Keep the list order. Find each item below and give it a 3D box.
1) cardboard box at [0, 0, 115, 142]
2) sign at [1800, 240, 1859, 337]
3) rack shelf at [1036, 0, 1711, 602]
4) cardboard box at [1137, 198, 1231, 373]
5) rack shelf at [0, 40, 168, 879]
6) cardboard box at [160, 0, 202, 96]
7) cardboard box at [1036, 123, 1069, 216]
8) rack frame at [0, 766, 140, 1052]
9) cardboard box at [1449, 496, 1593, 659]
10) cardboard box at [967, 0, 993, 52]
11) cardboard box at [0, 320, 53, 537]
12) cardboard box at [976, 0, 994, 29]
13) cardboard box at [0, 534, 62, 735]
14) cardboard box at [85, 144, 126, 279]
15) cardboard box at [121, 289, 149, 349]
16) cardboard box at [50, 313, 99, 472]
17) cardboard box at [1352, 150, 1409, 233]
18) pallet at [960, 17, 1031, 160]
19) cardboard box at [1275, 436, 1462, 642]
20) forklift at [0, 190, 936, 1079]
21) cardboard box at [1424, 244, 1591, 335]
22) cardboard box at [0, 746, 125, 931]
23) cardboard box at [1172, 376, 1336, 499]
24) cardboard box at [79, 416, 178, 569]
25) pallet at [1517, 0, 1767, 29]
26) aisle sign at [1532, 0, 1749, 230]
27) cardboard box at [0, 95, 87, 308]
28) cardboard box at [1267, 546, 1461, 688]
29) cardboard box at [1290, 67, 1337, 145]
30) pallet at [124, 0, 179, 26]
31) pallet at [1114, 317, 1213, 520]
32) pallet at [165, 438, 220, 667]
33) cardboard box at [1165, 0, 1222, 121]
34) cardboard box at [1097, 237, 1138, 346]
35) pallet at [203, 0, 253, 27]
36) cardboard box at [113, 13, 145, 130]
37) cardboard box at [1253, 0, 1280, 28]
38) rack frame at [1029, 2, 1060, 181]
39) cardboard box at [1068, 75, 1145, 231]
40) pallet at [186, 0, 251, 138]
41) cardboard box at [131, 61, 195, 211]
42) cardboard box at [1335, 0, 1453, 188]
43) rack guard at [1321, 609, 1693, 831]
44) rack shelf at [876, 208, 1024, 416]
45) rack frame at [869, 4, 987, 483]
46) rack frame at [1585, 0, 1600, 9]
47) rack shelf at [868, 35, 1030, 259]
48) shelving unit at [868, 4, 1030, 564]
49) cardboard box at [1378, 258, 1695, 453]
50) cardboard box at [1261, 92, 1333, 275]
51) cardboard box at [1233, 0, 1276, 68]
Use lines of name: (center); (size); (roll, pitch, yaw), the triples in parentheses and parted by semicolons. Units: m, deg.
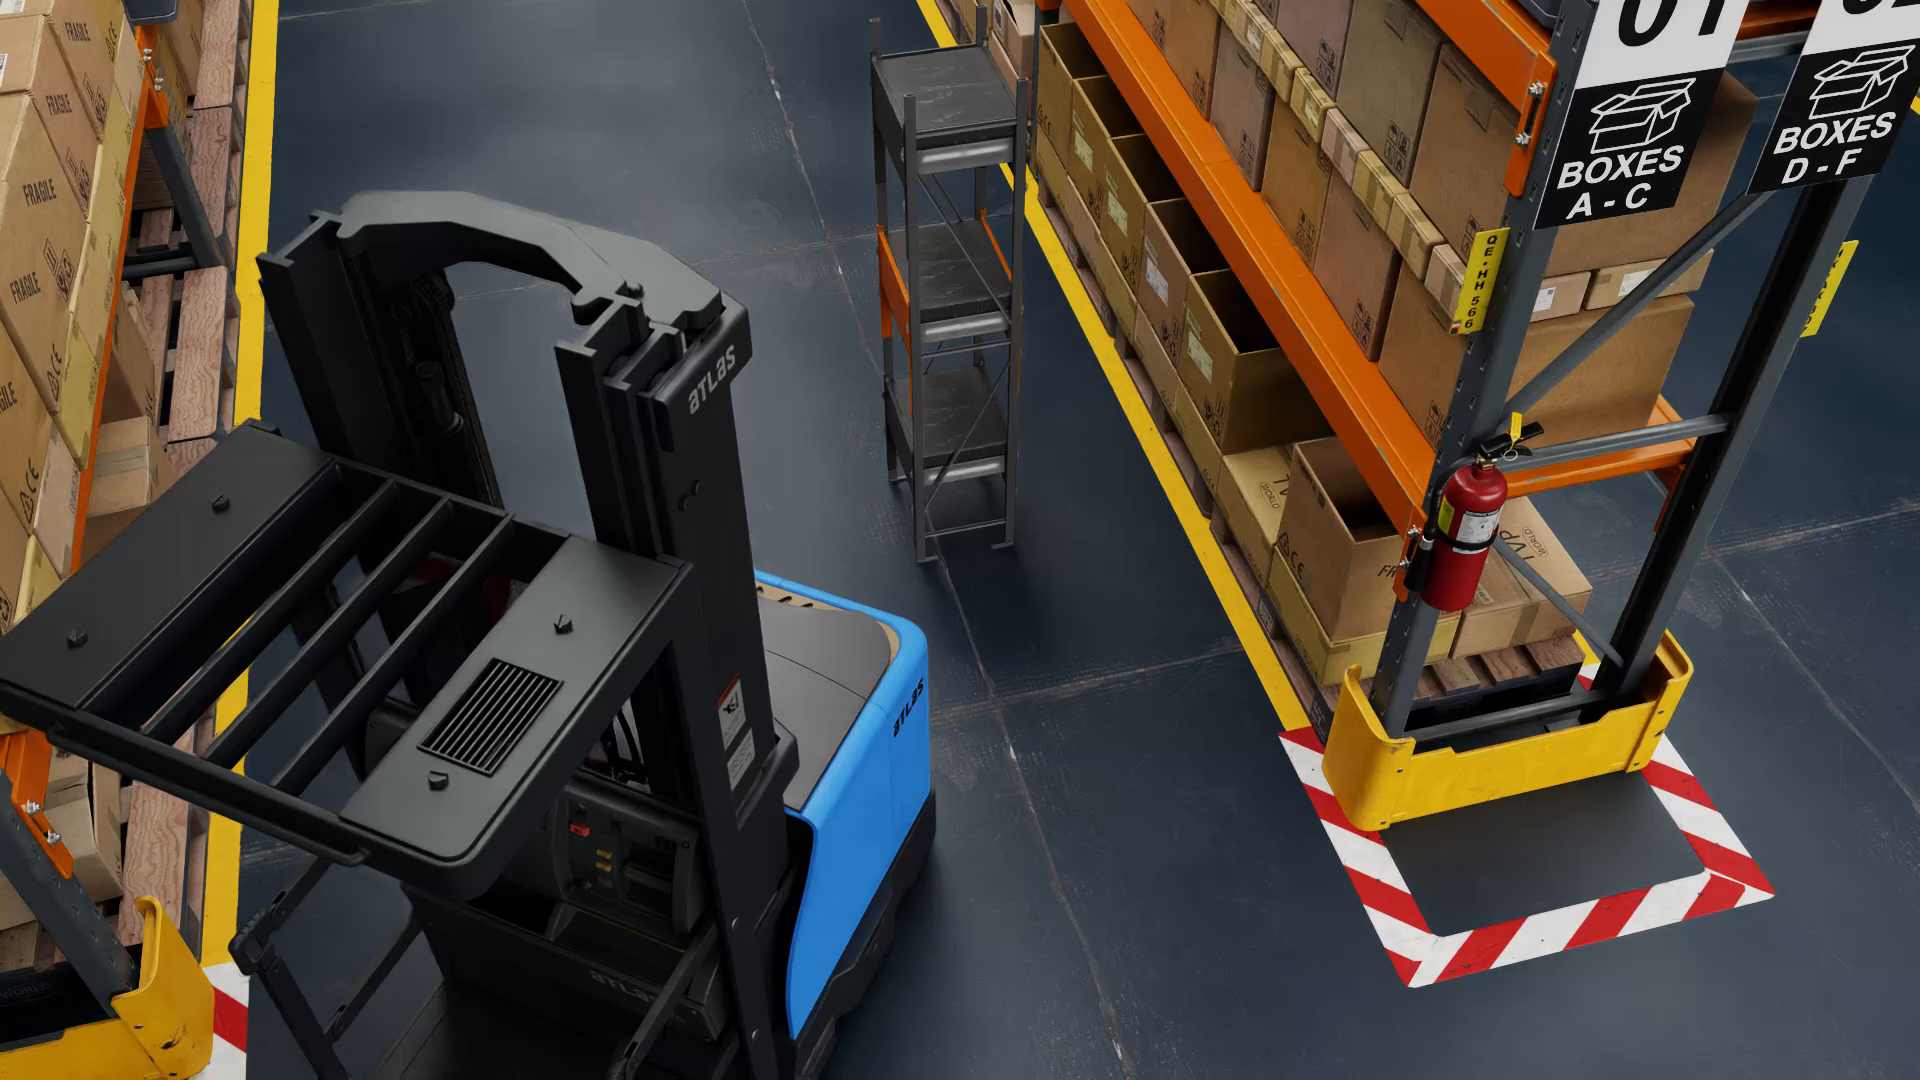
cardboard box: (-3.376, -1.729, 5.910); (0.500, 0.500, 0.500); (-11, 47, -11)
sign: (2.420, -0.700, 4.674); (0.100, 0.325, 0.005); (-11, 47, -10)
rack shelf: (1.370, -1.401, 6.526); (1.077, 0.370, 4.000); (-11, 47, -10)
cardboard box: (1.060, -1.068, 6.802); (0.500, 0.500, 0.500); (-11, 47, -10)
rack shelf: (-3.418, -0.492, 5.636); (1.077, 0.370, 4.000); (-11, 47, -10)
cardboard box: (-4.406, -2.616, 8.656); (0.700, 0.500, 0.500); (-10, 46, -10)
cardboard box: (0.684, -1.842, 8.086); (0.500, 0.250, 0.500); (-11, 47, -10)
rack frame: (-2.906, 0.637, 4.026); (1.000, 3.000, 0.127); (-11, 47, -10)
cardboard box: (1.960, 0.133, 6.151); (0.500, 0.250, 0.500); (-11, 47, -10)
cardboard box: (0.344, -2.801, 9.026); (0.500, 0.250, 0.500); (-11, 47, -11)
cardboard box: (-2.854, -0.308, 4.518); (0.500, 0.500, 0.500); (-11, 47, -10)
cardboard box: (0.338, -2.999, 8.828); (0.500, 0.311, 0.500); (-10, 46, -9)
cardboard box: (-2.724, 0.287, 4.459); (0.500, 0.250, 0.500); (-12, 47, -11)
cardboard box: (-3.252, -1.118, 5.836); (0.500, 0.250, 0.500); (-11, 47, -11)
cardboard box: (-3.764, -0.923, 7.230); (0.380, 0.166, 0.250); (-16, 48, -15)
cardboard box: (-2.995, -0.422, 5.154); (0.500, 0.250, 0.500); (-11, 47, -11)
cardboard box: (1.466, -1.120, 5.223); (0.380, 0.149, 0.250); (-11, 47, -11)
pallet: (0.632, -2.559, 9.110); (1.003, 0.211, 1.213); (-11, 47, -10)
cardboard box: (1.457, -0.035, 5.790); (0.500, 0.500, 0.500); (-11, 47, -10)
forklift: (-1.133, 0.811, 3.903); (1.130, 2.935, 3.031); (17, 48, 16)
cardboard box: (1.600, -0.763, 4.873); (0.380, 0.149, 0.250); (-11, 47, -11)
cardboard box: (-2.996, 0.930, 5.313); (0.500, 0.311, 0.500); (-16, 48, -15)
cardboard box: (1.190, -0.460, 6.732); (0.500, 0.250, 0.500); (-11, 47, -10)
cardboard box: (-3.281, -0.046, 6.137); (0.700, 0.500, 0.500); (-13, 47, -13)
pallet: (1.726, -1.784, 4.359); (1.003, 0.211, 1.213); (-11, 47, -10)
aisle sign: (1.615, -1.083, 3.890); (0.394, 0.787, 0.004); (-11, 47, -10)
cardboard box: (-3.124, -1.020, 5.215); (0.500, 0.500, 0.500); (-9, 46, -9)
cardboard box: (1.459, 0.228, 6.058); (0.500, 0.250, 0.500); (-11, 47, -10)
cardboard box: (1.336, -1.475, 5.571); (0.380, 0.149, 0.250); (-9, 46, -9)
pallet: (-3.985, -2.612, 7.344); (1.003, 0.211, 1.213); (-11, 47, -10)
pallet: (1.337, -0.657, 7.246); (1.003, 0.211, 1.213); (-11, 47, -10)
pallet: (-3.408, 0.152, 6.453); (1.003, 0.211, 1.213); (-11, 47, -10)
cardboard box: (1.244, -2.053, 6.592); (0.700, 0.500, 0.500); (-10, 46, -10)
cardboard box: (0.930, -1.150, 7.408); (0.500, 0.250, 0.500); (-11, 47, -10)
pallet: (-4.755, -3.371, 9.906); (1.003, 0.211, 1.213); (-11, 47, -10)
cardboard box: (-3.515, -1.808, 6.513); (0.500, 0.250, 0.500); (-11, 47, -10)
cardboard box: (1.363, -2.178, 5.806); (0.700, 0.500, 0.500); (-11, 47, -10)
rack frame: (0.858, -3.033, 7.622); (1.000, 3.000, 0.127); (-11, 47, -10)
cardboard box: (0.810, -1.759, 7.480); (0.500, 0.500, 0.500); (-11, 47, -10)
pallet: (-4.446, -2.530, 9.082); (1.003, 0.211, 1.213); (-11, 47, -10)
cardboard box: (-4.134, -1.909, 7.963); (0.700, 0.500, 0.500); (-9, 46, -9)
cardboard box: (1.622, -1.484, 5.126); (0.700, 0.500, 0.500); (-12, 47, -11)
rack guard: (1.888, 0.620, 5.793); (1.175, 0.500, 0.348); (-11, 47, -10)
rack shelf: (-0.042, -0.840, 6.122); (0.431, 0.518, 0.480); (-11, 47, -10)
rack frame: (-0.105, -1.018, 6.277); (0.400, 2.100, 0.015); (-11, 47, -10)
rack frame: (1.882, -2.371, 2.773); (1.000, 3.000, 0.127); (-11, 47, -10)
rack shelf: (-0.042, -1.330, 5.622); (0.431, 0.518, 0.480); (-11, 47, -10)
shelving unit: (-0.042, -0.849, 6.112); (0.431, 2.100, 0.503); (-11, 47, -10)
cardboard box: (1.775, -0.631, 5.198); (0.700, 0.500, 0.500); (-11, 47, -10)
cardboard box: (1.514, -1.337, 5.890); (0.700, 0.500, 0.500); (-10, 46, -10)
cardboard box: (1.201, -1.833, 5.922); (0.380, 0.149, 0.250); (-11, 47, -11)
